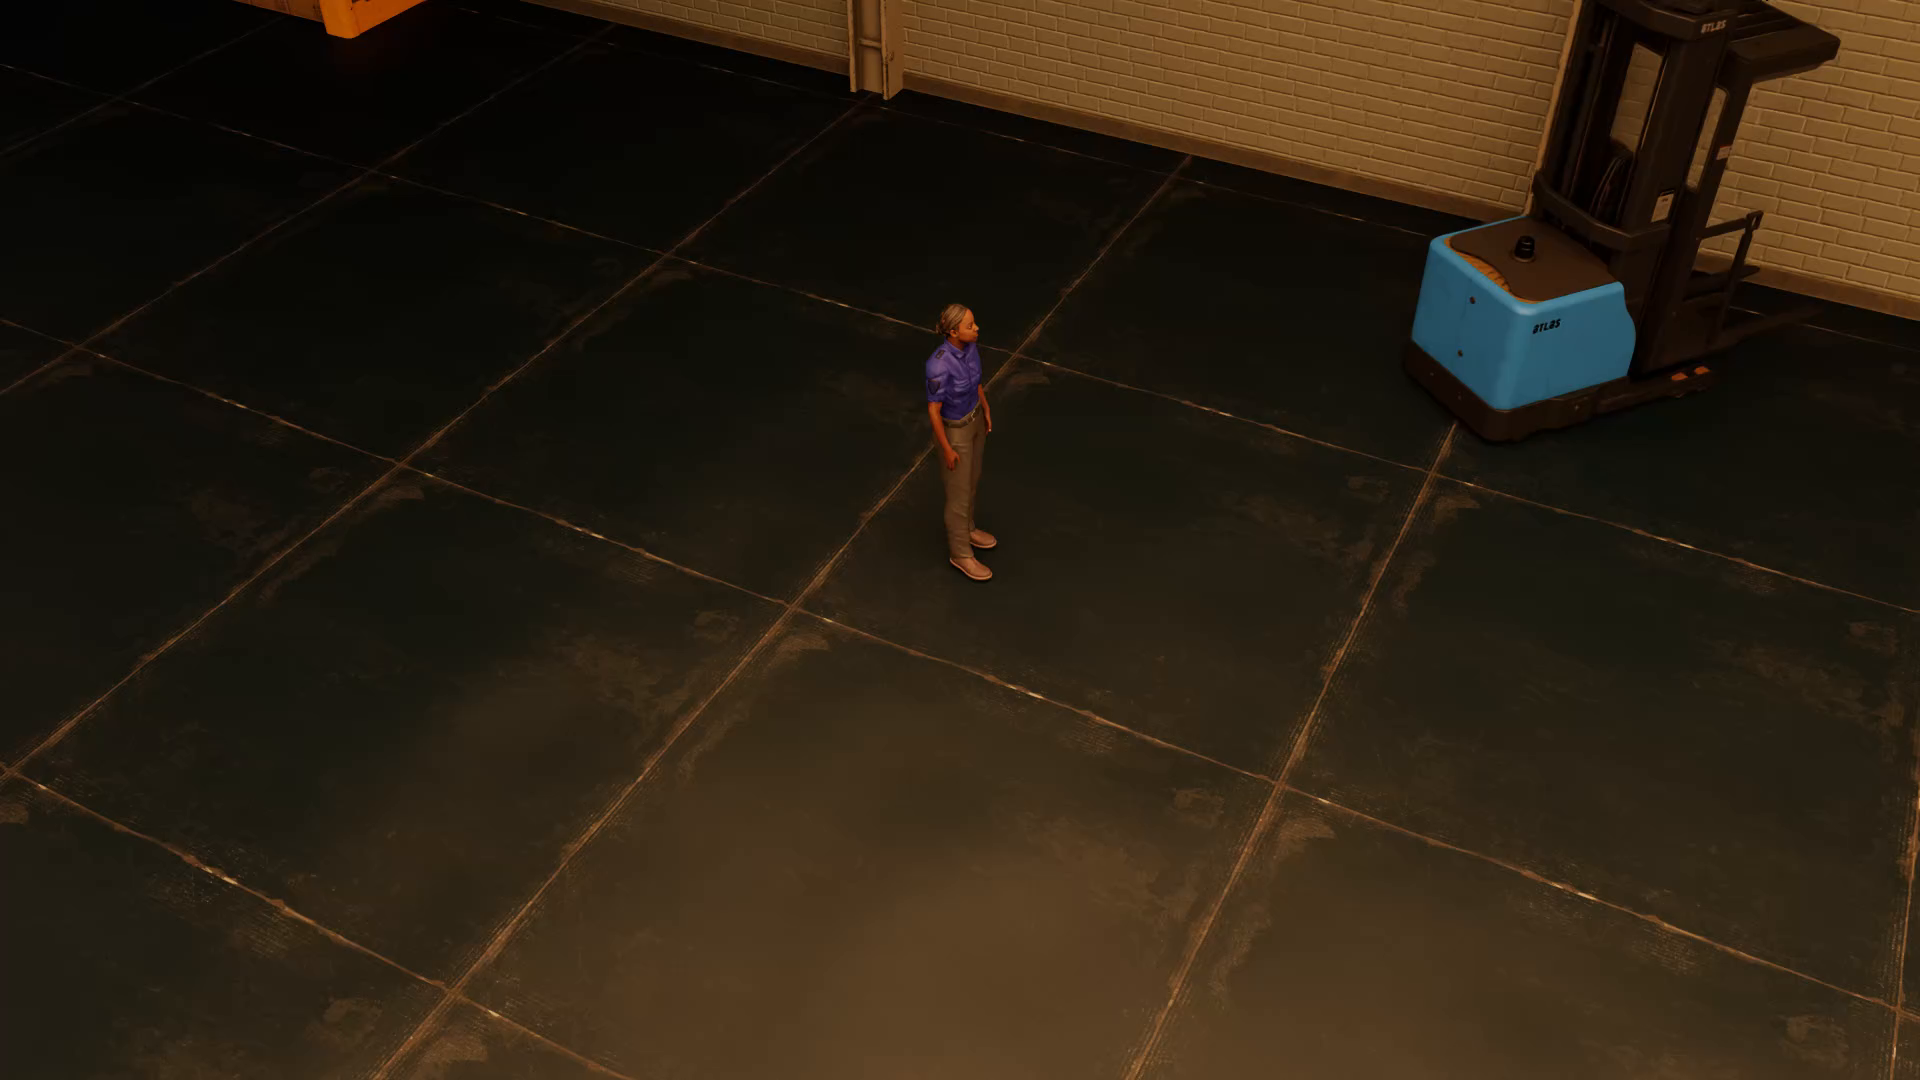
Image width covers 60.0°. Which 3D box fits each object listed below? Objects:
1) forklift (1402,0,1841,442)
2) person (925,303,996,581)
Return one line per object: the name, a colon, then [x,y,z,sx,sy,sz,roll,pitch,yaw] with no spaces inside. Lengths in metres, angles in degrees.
forklift: [4.648,-2.396,10.832,3.031,2.935,1.130,-16,43,-18]
person: [0.070,-0.601,9.680,0.501,1.656,0.570,18,43,21]
